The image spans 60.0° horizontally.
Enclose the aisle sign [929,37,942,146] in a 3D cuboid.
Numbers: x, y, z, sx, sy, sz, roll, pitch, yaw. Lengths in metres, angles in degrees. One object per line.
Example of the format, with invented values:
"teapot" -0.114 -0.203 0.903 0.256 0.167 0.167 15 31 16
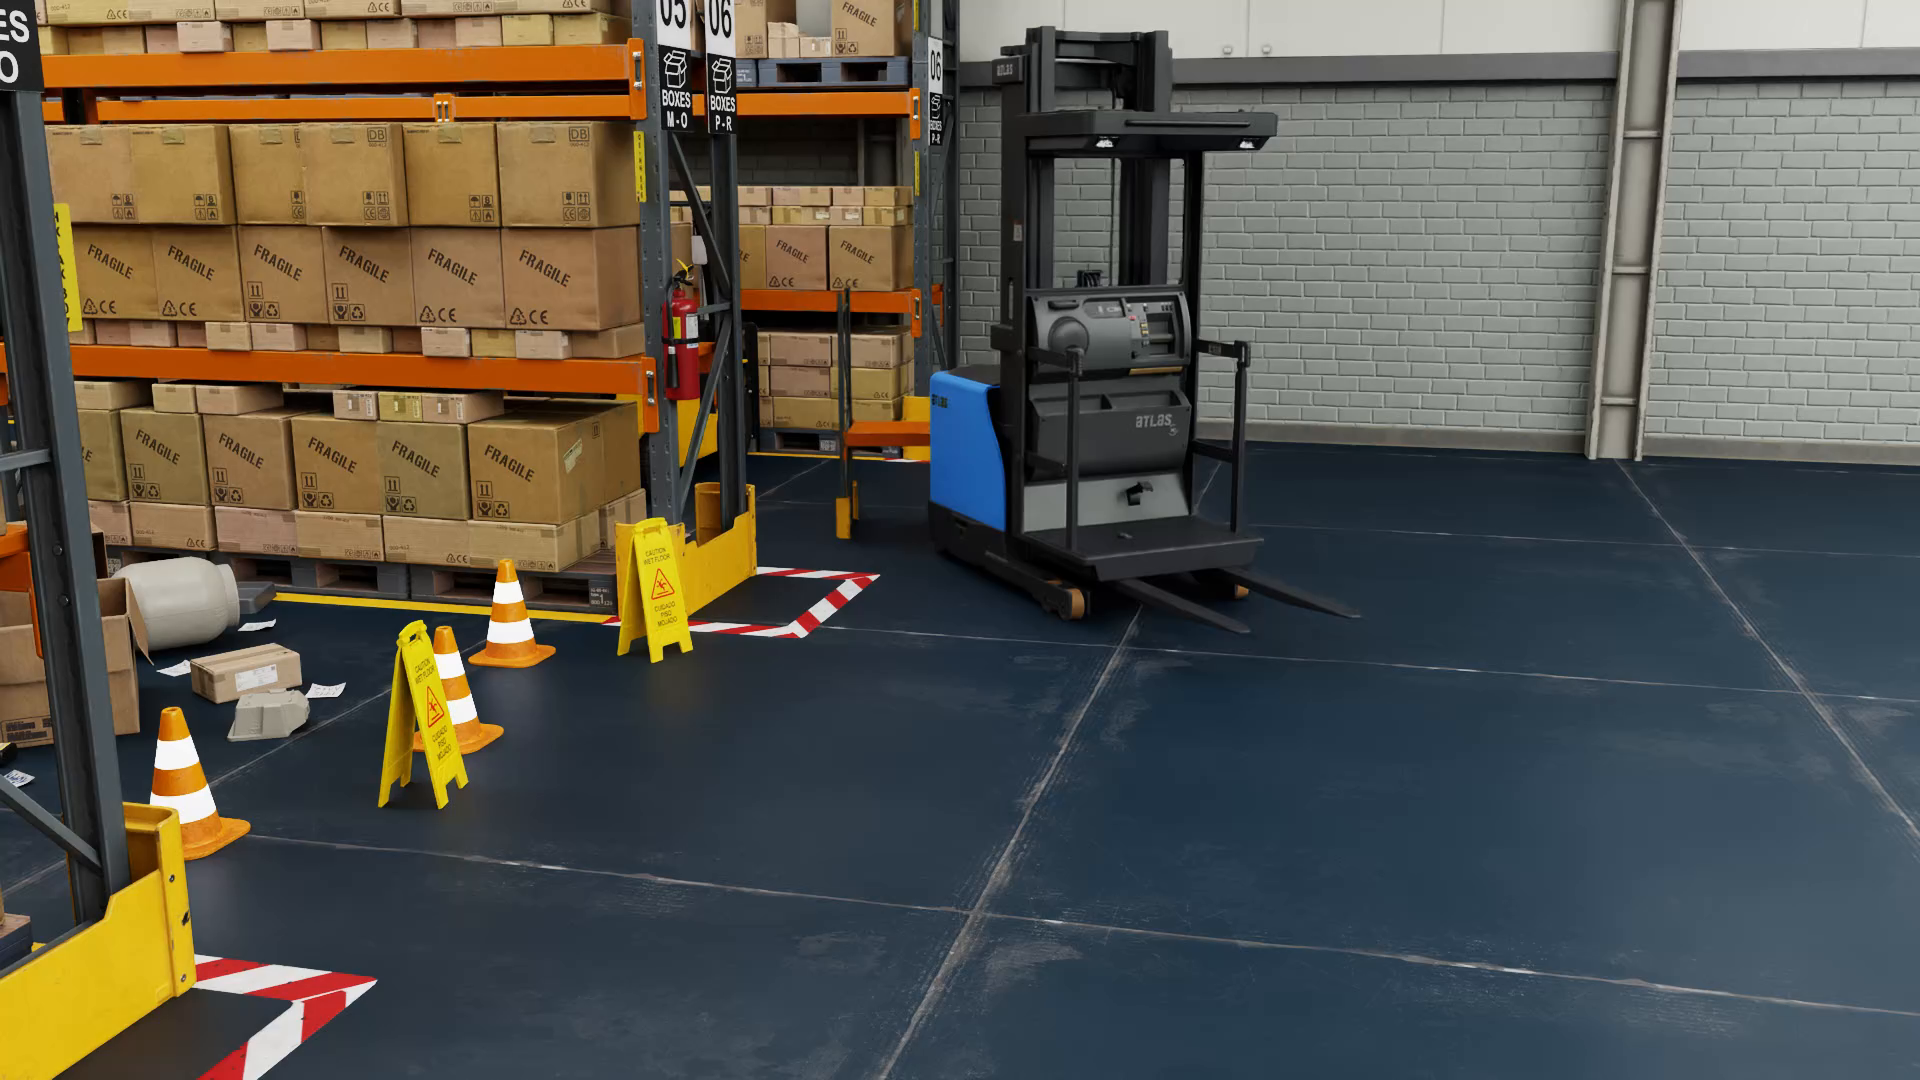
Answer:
"aisle sign" -0.186 -3.416 12.702 0.004 0.787 0.394 3 13 14

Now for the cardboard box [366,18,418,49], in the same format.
"cardboard box" -2.761 -2.526 8.350 0.250 0.149 0.380 3 13 13

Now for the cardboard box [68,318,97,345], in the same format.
"cardboard box" -4.762 -1.167 9.147 0.250 0.149 0.380 3 13 15

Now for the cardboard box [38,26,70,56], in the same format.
"cardboard box" -4.765 -2.623 8.788 0.250 0.149 0.380 3 13 14

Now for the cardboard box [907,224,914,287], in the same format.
"cardboard box" -0.594 -2.345 13.646 0.500 0.500 0.500 3 13 15

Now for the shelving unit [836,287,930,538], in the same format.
"shelving unit" -0.218 -0.804 10.395 1.083 1.500 0.587 0 13 2

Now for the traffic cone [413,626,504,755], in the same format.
"traffic cone" -2.028 0.571 6.593 0.334 0.463 0.336 3 13 14

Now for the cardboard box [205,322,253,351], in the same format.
"cardboard box" -3.780 -1.101 8.849 0.250 0.149 0.380 3 13 14

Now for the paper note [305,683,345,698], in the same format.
"paper note" -2.760 0.651 7.228 0.142 0.019 0.148 -1 13 -6

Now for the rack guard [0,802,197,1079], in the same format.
"rack guard" -2.430 1.100 4.122 0.348 0.500 1.175 3 13 14

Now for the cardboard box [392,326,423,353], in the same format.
"cardboard box" -2.768 -1.077 8.743 0.250 0.149 0.380 3 13 14

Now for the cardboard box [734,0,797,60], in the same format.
"cardboard box" -1.638 -4.025 13.092 0.500 0.500 0.700 3 13 14

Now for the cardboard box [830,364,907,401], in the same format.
"cardboard box" -0.727 -1.278 13.293 0.500 0.250 0.500 3 13 13

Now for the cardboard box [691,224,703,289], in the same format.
"cardboard box" -2.210 -2.310 13.490 0.500 0.500 0.500 3 13 14

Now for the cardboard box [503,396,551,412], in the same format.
"cardboard box" -2.614 -0.524 9.317 0.500 0.500 0.500 3 13 11

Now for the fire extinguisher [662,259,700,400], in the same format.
"fire extinguisher" -1.365 -1.027 8.117 0.183 0.674 0.296 3 13 14

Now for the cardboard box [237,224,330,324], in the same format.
"cardboard box" -3.416 -1.416 8.773 0.500 0.500 0.500 3 13 14

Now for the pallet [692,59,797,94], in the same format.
"pallet" -2.048 -3.738 13.435 1.213 0.211 1.003 3 13 14

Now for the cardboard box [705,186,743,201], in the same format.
"cardboard box" -1.841 -2.742 13.252 0.250 0.149 0.380 3 13 15

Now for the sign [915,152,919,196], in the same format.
"sign" -0.323 -2.779 12.615 0.005 0.325 0.100 3 13 14

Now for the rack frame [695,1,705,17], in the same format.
"rack frame" -1.365 -4.097 7.922 0.127 3.000 1.000 3 13 14

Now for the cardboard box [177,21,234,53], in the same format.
"cardboard box" -3.774 -2.564 8.520 0.250 0.149 0.380 3 13 12

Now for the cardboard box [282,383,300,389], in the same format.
"cardboard box" -6.054 -1.570 14.899 0.625 0.625 0.875 3 13 11

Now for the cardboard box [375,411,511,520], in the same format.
"cardboard box" -2.713 -0.410 8.802 0.500 0.500 0.500 4 13 16

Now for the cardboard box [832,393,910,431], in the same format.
"cardboard box" -0.712 -1.032 13.340 0.500 0.250 0.500 3 13 14

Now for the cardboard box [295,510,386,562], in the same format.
"cardboard box" -3.225 -0.070 9.004 0.500 0.250 0.500 3 13 12

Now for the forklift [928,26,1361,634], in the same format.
"forklift" 0.894 -1.131 8.564 1.130 2.935 3.031 -6 14 -25

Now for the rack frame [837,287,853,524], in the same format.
"rack frame" -0.717 -0.807 10.410 0.032 1.500 0.500 0 13 2

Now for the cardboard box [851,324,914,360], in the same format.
"cardboard box" -0.601 -1.627 13.713 0.500 0.250 0.500 3 13 13

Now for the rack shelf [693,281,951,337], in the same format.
"rack shelf" -2.121 -1.964 13.823 4.000 0.370 1.077 3 13 14

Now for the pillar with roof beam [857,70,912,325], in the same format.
"pillar with roof beam" -1.671 -4.461 9.564 0.400 9.000 9.100 3 13 14

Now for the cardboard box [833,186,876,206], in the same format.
"cardboard box" -0.825 -2.703 13.076 0.250 0.149 0.380 3 13 14

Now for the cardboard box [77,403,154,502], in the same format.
"cardboard box" -4.741 -0.517 9.285 0.500 0.500 0.500 4 13 16

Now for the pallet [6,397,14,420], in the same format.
"pallet" -8.662 -1.312 15.661 1.213 0.211 1.003 3 13 14

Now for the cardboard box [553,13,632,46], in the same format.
"cardboard box" -1.779 -2.469 8.092 0.250 0.149 0.380 3 13 14

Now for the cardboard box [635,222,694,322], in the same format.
"cardboard box" -1.759 -1.445 8.902 0.500 0.500 0.500 3 13 13

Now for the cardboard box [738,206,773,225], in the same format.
"cardboard box" -1.584 -2.589 13.249 0.250 0.149 0.380 3 13 12

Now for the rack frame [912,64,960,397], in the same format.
"rack frame" -0.180 -2.212 13.277 0.127 3.000 1.000 3 13 14

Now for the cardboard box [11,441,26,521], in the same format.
"cardboard box" -5.759 -0.324 9.867 0.625 0.372 0.950 3 13 14

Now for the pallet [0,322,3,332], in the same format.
"pallet" -5.956 -1.352 9.845 1.213 0.211 1.003 3 13 14

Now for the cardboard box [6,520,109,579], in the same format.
"cardboard box" -4.535 0.186 8.238 0.500 0.500 0.500 -9 15 -35

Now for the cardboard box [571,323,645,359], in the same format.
"cardboard box" -1.780 -1.020 8.484 0.250 0.149 0.380 4 13 15

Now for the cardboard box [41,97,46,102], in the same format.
"cardboard box" -8.503 -3.994 14.730 0.500 0.250 0.500 3 13 12

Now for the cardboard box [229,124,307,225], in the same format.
"cardboard box" -3.374 -1.918 8.729 0.500 0.500 0.700 3 13 13

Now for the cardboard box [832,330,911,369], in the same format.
"cardboard box" -0.701 -1.521 13.233 0.500 0.250 0.500 4 13 15

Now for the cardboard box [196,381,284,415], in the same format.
"cardboard box" -3.872 -0.775 8.950 0.250 0.149 0.380 4 13 17

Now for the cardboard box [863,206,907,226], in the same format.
"cardboard box" -0.583 -2.536 13.012 0.250 0.149 0.380 3 13 14

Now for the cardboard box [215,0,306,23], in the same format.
"cardboard box" -3.410 -2.752 8.447 0.500 0.250 0.500 3 13 14

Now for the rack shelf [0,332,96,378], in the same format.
"rack shelf" -7.191 -1.128 10.053 4.000 0.370 1.077 3 13 14
